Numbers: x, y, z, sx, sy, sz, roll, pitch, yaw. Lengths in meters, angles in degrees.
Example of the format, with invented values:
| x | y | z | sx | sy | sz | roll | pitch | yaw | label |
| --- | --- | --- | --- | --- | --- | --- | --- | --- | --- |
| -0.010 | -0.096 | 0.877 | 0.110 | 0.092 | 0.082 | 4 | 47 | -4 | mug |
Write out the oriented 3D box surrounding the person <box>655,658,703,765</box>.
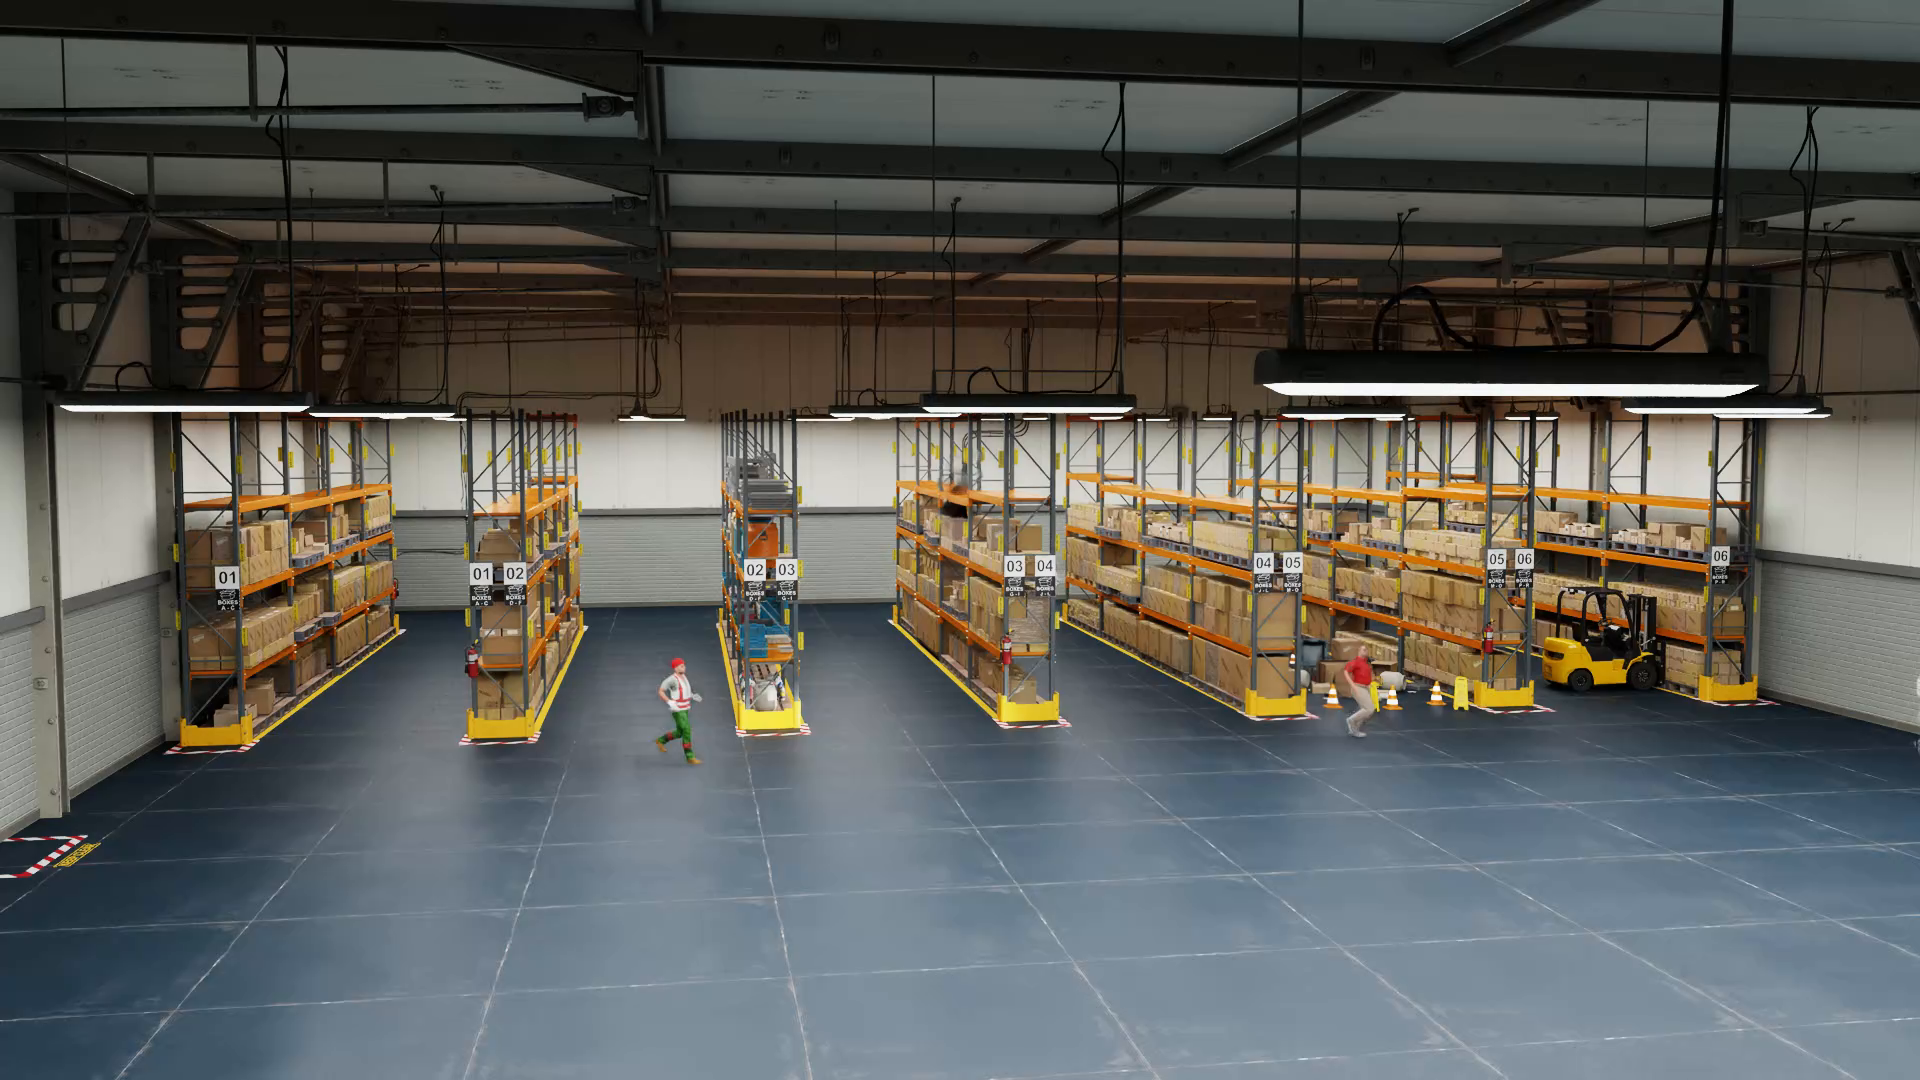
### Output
| x | y | z | sx | sy | sz | roll | pitch | yaw | label |
| --- | --- | --- | --- | --- | --- | --- | --- | --- | --- |
| -4.771 | 2.882 | 28.079 | 0.930 | 1.787 | 0.656 | 1 | 4 | 17 | person |

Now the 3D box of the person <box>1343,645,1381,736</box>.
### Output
| x | y | z | sx | sy | sz | roll | pitch | yaw | label |
| --- | --- | --- | --- | --- | --- | --- | --- | --- | --- |
| 7.379 | 2.757 | 30.362 | 0.602 | 1.684 | 0.657 | 3 | 5 | 33 | person |

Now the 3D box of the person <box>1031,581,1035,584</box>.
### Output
| x | y | z | sx | sy | sz | roll | pitch | yaw | label |
| --- | --- | --- | --- | --- | --- | --- | --- | --- | --- |
| 1.979 | 1.628 | 47.133 | 0.661 | 1.617 | 0.506 | 0 | 4 | -4 | person |
